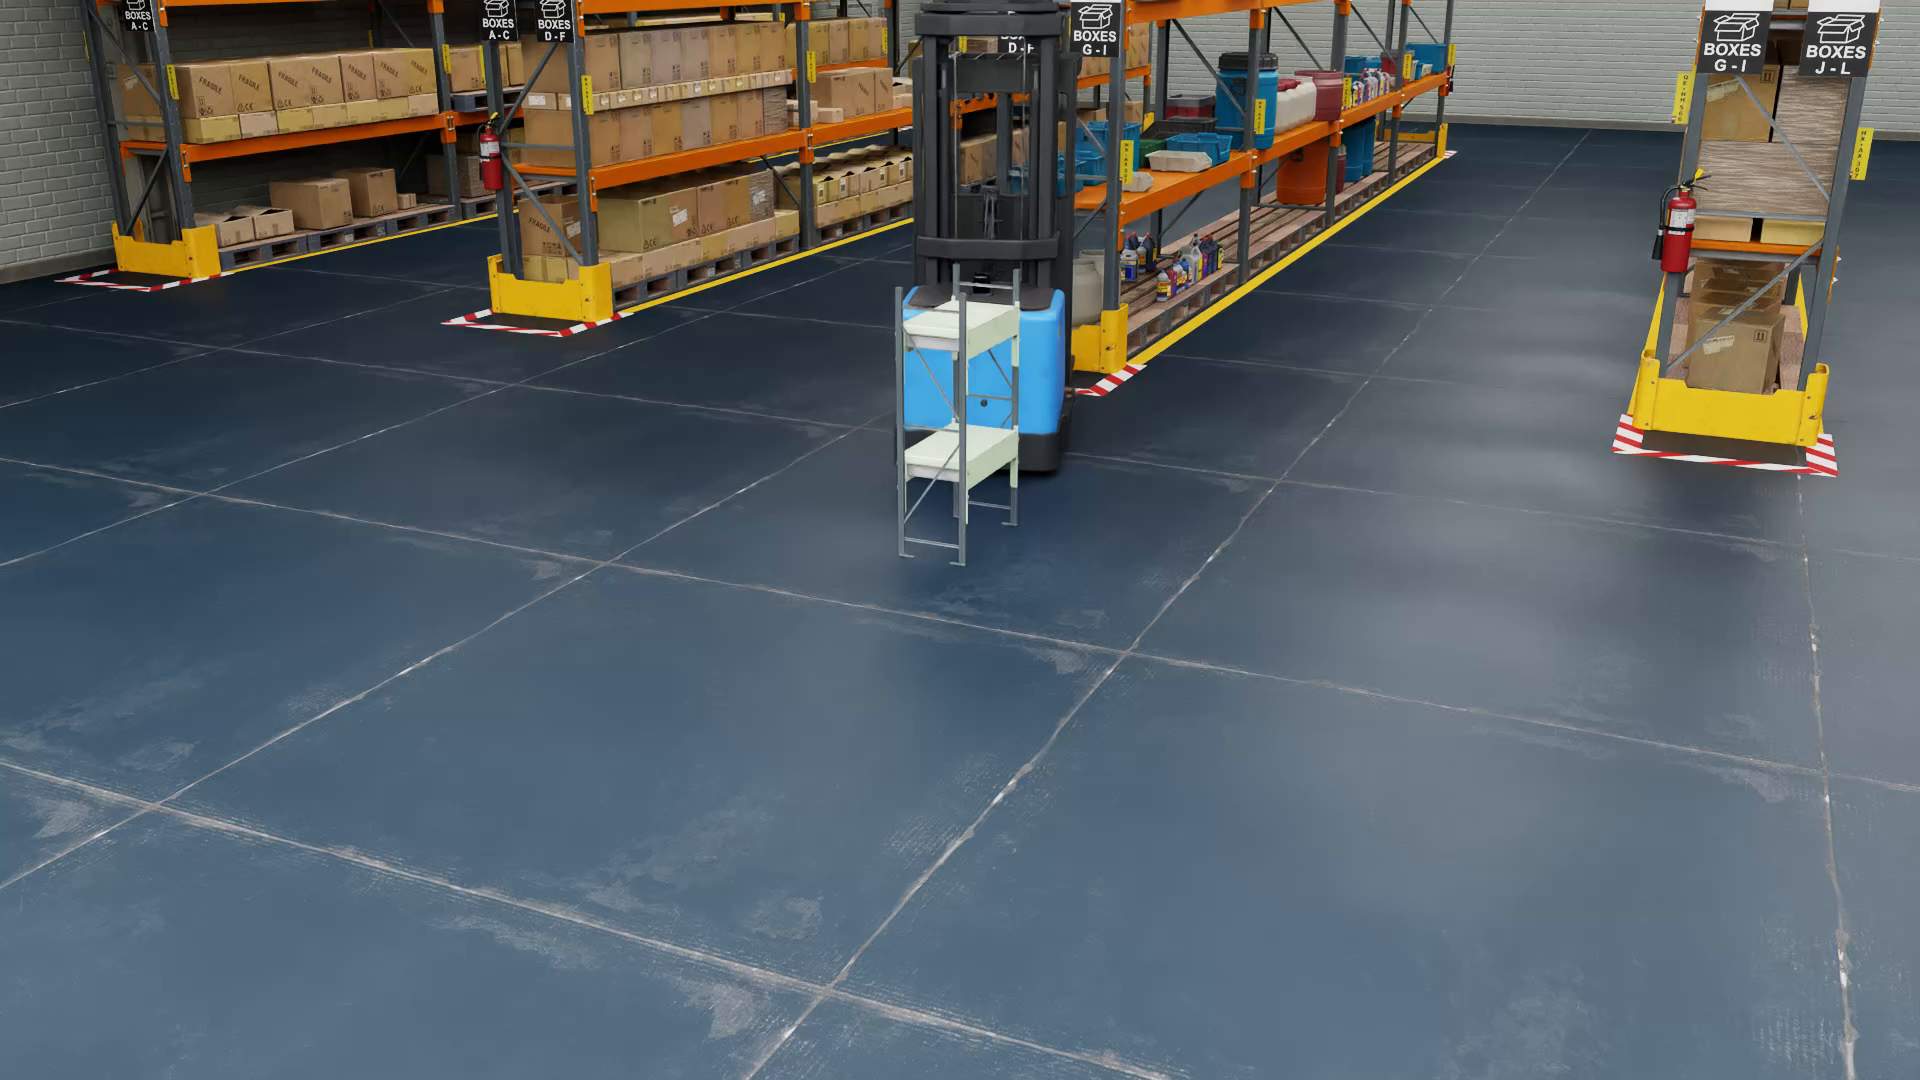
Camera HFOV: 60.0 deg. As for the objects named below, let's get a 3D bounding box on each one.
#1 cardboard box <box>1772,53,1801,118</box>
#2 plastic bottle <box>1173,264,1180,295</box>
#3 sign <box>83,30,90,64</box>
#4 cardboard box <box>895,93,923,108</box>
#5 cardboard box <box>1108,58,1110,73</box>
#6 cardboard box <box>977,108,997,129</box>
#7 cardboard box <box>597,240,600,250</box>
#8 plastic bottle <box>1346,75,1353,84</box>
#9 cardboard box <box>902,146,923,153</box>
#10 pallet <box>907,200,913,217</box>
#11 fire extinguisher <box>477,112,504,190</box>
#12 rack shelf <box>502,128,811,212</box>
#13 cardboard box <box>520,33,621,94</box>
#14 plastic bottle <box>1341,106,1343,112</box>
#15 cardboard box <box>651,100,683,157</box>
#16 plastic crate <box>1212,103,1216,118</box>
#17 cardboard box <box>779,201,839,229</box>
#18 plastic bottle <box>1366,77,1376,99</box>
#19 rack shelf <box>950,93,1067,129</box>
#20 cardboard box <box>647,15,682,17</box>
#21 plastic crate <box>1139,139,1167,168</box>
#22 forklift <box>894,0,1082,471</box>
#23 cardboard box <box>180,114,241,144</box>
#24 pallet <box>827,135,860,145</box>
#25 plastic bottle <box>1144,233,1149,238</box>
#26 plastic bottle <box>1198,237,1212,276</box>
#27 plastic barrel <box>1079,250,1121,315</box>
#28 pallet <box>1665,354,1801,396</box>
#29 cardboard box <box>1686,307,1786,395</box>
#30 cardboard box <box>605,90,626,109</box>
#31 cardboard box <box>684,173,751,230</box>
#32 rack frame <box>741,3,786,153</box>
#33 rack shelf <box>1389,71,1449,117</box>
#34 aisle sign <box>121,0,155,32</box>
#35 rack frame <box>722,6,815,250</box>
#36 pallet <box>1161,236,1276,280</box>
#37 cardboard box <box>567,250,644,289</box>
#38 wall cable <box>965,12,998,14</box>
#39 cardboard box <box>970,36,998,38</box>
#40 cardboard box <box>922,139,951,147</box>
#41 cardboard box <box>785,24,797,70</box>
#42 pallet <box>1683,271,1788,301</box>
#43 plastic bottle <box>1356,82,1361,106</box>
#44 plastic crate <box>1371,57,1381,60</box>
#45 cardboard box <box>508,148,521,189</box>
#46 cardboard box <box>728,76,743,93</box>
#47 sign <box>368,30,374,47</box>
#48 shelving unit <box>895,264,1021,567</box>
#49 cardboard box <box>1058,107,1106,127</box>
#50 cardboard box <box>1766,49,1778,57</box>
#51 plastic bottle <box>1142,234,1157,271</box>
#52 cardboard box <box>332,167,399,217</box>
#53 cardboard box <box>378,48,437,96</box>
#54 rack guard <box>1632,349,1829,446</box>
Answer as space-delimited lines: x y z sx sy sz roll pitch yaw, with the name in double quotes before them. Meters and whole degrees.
"cardboard box" 6.177 -3.242 12.023 0.500 0.500 0.500 9 21 23
"plastic bottle" 1.937 -2.366 15.060 0.097 0.271 0.097 0 20 0
"sign" -8.767 -4.964 16.750 0.100 0.325 0.005 9 21 23
"cardboard box" -0.588 -5.523 20.897 0.380 0.149 0.250 9 21 23
"cardboard box" 2.244 -7.808 26.797 0.500 0.500 0.500 8 21 22
"cardboard box" 0.336 -6.140 24.211 0.500 0.250 0.500 9 21 23
"cardboard box" -3.604 -2.770 16.258 0.500 0.250 0.500 9 21 23
"plastic bottle" 4.961 -5.790 21.346 0.144 0.351 0.185 9 21 23
"cardboard box" -0.462 -4.927 21.486 0.500 0.311 0.500 9 22 24
"pallet" -0.845 -4.394 21.509 1.003 0.211 1.213 9 21 23
"fire extinguisher" -4.220 -3.500 14.948 0.296 0.674 0.183 9 21 23
"rack shelf" -2.929 -3.781 16.697 1.077 0.370 4.000 9 21 23
"cardboard box" -3.524 -4.324 15.065 0.700 0.500 0.500 9 21 23
"plastic bottle" 4.630 -5.329 20.273 0.097 0.201 0.097 0 20 0
"cardboard box" -3.126 -4.009 16.115 0.700 0.500 0.500 9 21 23
"plastic crate" 2.575 -4.423 17.453 0.392 0.384 0.575 9 21 23
"cardboard box" -1.719 -3.723 18.938 0.500 0.250 0.500 8 21 21
"plastic bottle" 5.406 -5.966 21.952 0.152 0.276 0.135 9 21 23
"rack shelf" 0.347 -6.227 23.574 1.077 0.370 4.000 9 21 23
"cardboard box" -4.407 -7.827 25.258 0.500 0.250 0.500 8 21 21
"plastic crate" 1.594 -3.574 15.359 0.450 0.188 0.662 9 21 23
"forklift" 0.256 -2.267 11.468 1.130 2.935 3.031 2 20 6
"cardboard box" -7.779 -4.231 17.085 0.500 0.250 0.500 8 21 21
"pallet" -2.474 -7.138 29.224 1.003 0.211 1.213 9 21 23
"plastic bottle" 1.877 -2.935 16.660 0.097 0.271 0.097 0 20 0
"plastic bottle" 2.328 -2.715 15.922 0.144 0.351 0.185 7 21 20
"plastic barrel" 1.175 -2.218 14.316 0.421 0.512 0.421 0 20 0
"pallet" 5.684 -1.101 12.250 1.003 0.211 1.213 9 21 23
"cardboard box" 5.559 -1.357 11.911 0.500 0.500 0.500 13 23 33
"cardboard box" -3.285 -4.033 15.215 0.380 0.149 0.250 8 21 21
"cardboard box" -2.517 -3.511 17.221 0.500 0.500 0.500 9 21 23
"rack frame" -3.355 -7.855 27.081 1.000 3.000 0.127 9 21 23
"rack shelf" 6.502 -6.769 25.098 1.077 0.370 4.000 9 21 23
"aisle sign" -8.025 -5.349 16.153 0.394 0.787 0.004 9 21 23
"rack frame" -2.110 -4.731 18.296 1.000 3.000 0.127 9 21 23
"pallet" 2.694 -2.982 17.539 1.003 0.211 1.213 9 21 23
"cardboard box" -3.325 -2.544 15.623 0.500 0.250 0.500 9 21 23
"wall cable" 0.925 -12.122 34.758 3.097 2.526 0.112 9 21 23
"cardboard box" 0.499 -6.873 23.543 0.700 0.500 0.500 3 20 9
"cardboard box" -0.303 -5.302 22.974 0.500 0.500 0.500 9 22 25
"cardboard box" -3.118 -8.160 27.490 0.980 0.700 0.700 9 21 24
"pallet" 7.244 -2.295 15.608 1.003 0.211 1.213 9 21 23
"plastic bottle" 5.032 -5.653 21.062 0.061 0.283 0.133 9 21 23
"plastic crate" 6.650 -7.437 26.064 0.416 0.233 0.300 9 21 23
"cardboard box" -6.179 -4.832 21.652 0.700 0.500 0.500 8 21 22
"cardboard box" -2.444 -4.661 16.980 0.380 0.149 0.250 8 21 22
"sign" -7.139 -6.030 20.221 0.100 0.325 0.005 9 21 23
"shelving unit" -0.003 -0.705 9.212 0.431 1.500 0.755 9 21 23
"cardboard box" 1.931 -6.783 27.134 0.797 0.503 0.637 9 21 23
"cardboard box" 5.907 -3.466 12.654 0.500 0.500 0.500 9 21 23
"plastic bottle" 1.830 -2.800 16.163 0.144 0.351 0.185 9 21 23
"cardboard box" -7.019 -4.117 19.642 0.500 0.500 0.500 7 21 19
"cardboard box" -6.542 -5.515 19.575 0.500 0.500 0.500 8 21 23
"rack guard" 5.319 -0.994 11.517 1.175 0.500 0.348 9 21 23
